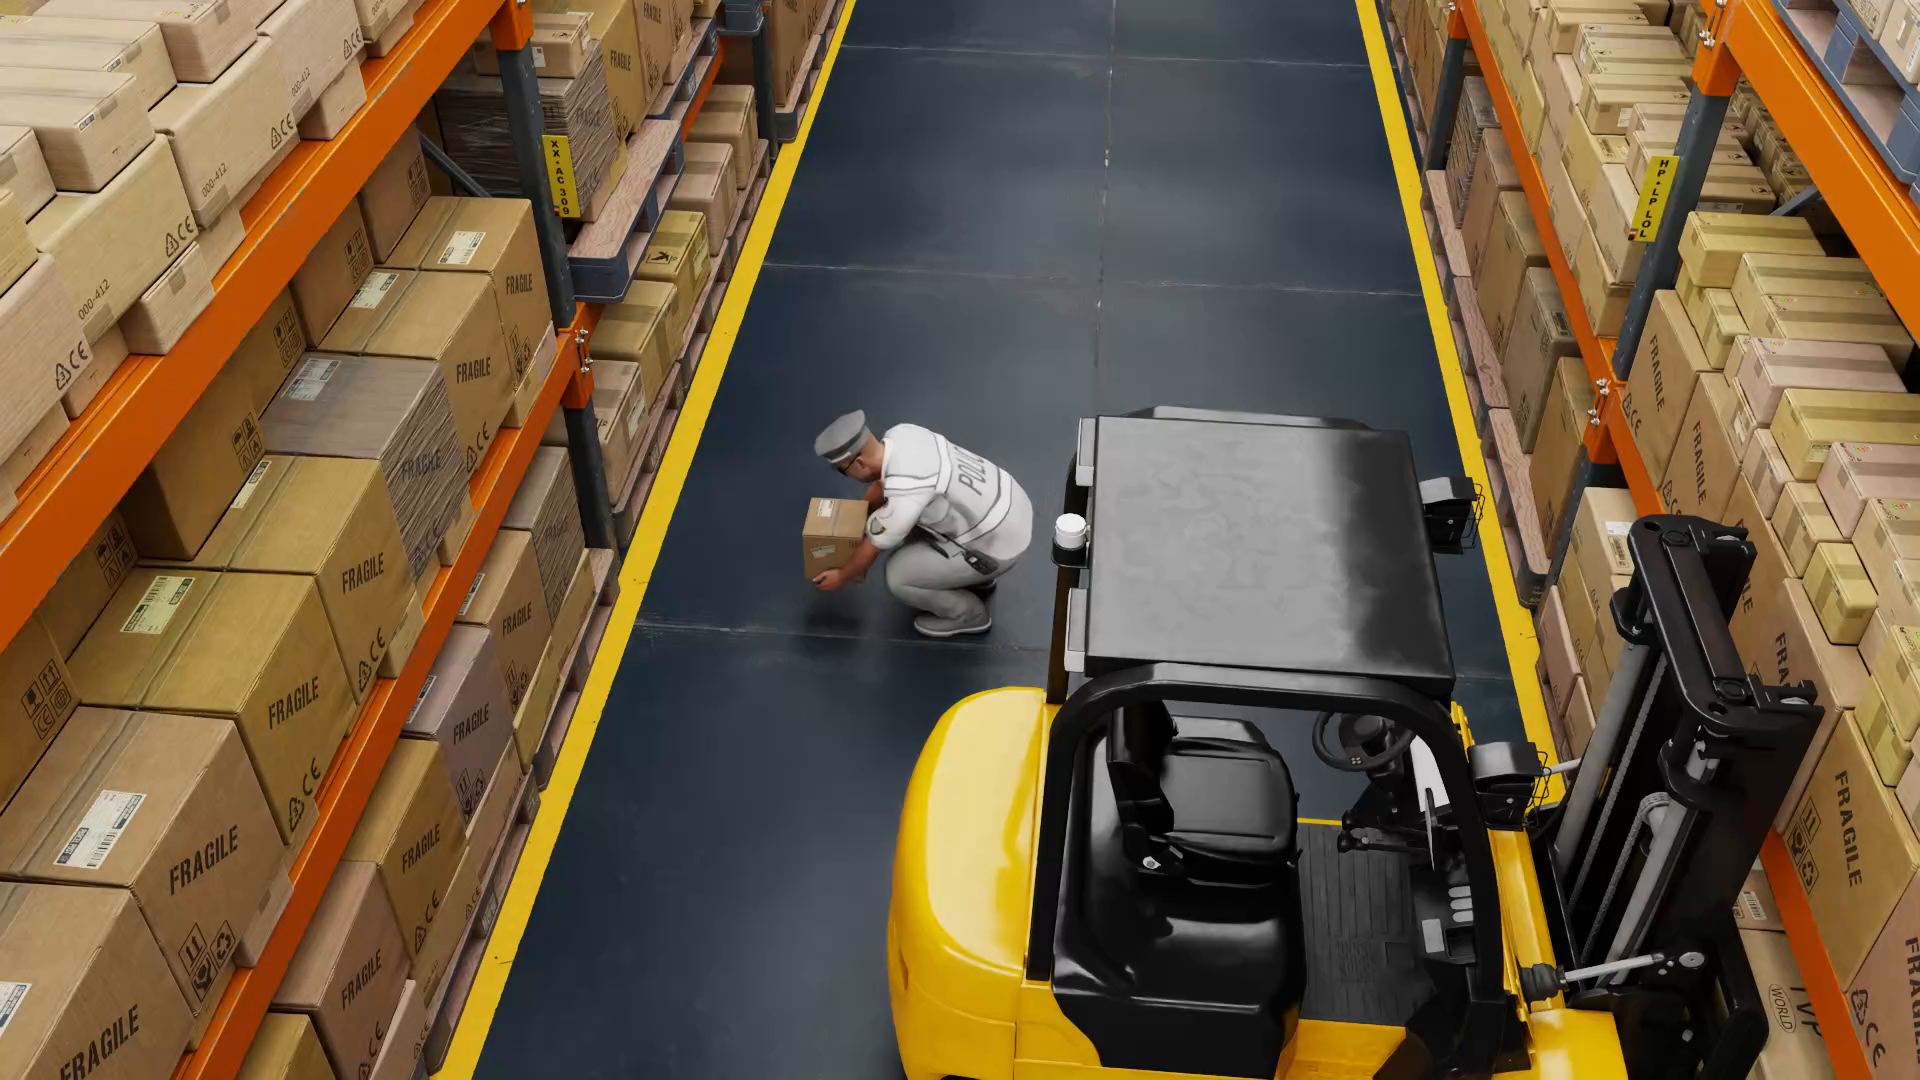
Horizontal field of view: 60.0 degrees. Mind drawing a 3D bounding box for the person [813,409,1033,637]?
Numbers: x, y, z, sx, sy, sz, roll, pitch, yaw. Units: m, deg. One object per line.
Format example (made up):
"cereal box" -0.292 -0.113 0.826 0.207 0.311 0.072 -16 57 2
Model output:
"person" -0.155 -0.102 6.865 0.907 1.008 0.560 3 40 4
